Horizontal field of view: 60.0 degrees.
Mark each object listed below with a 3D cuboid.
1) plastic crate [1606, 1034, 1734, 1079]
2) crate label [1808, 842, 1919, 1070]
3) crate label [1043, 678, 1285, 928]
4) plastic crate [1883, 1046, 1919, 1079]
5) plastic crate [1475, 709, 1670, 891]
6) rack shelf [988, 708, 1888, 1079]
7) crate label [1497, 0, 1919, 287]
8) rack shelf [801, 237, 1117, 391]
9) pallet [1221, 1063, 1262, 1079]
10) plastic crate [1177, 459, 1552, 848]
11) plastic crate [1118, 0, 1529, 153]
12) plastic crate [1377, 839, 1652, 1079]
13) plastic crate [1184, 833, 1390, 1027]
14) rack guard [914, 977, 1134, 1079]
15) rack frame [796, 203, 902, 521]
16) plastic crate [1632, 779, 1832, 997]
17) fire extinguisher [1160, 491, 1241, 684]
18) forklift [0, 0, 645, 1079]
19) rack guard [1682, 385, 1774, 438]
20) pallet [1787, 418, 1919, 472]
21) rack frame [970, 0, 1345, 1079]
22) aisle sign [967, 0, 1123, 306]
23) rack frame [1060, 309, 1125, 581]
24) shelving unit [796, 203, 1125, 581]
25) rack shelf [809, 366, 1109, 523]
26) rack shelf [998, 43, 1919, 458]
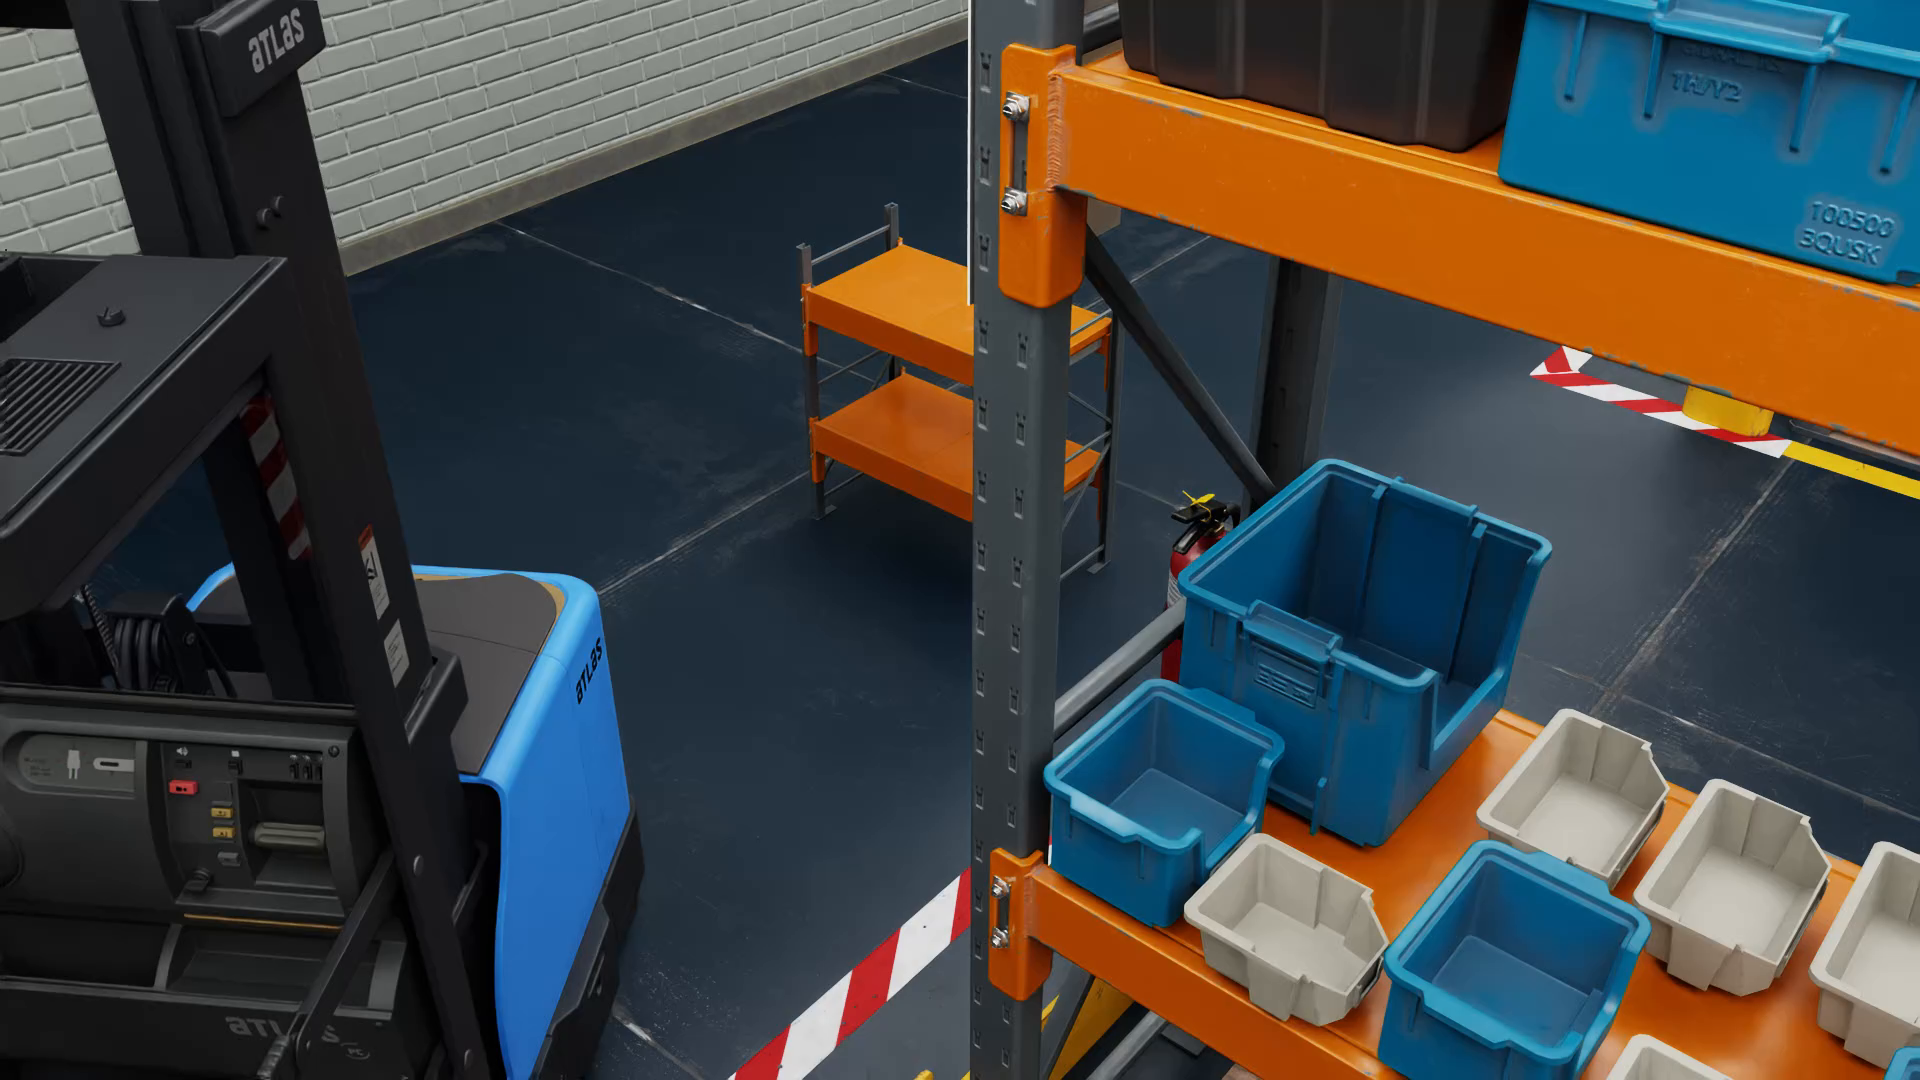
[{"bbox_3d":[1.078,0.918,2.444,0.298,0.136,0.250,25,42,32],"label":"plastic crate"},{"bbox_3d":[1.570,0.705,2.753,0.243,0.136,0.396,25,42,32],"label":"crate label"},{"bbox_3d":[0.363,0.480,2.996,0.303,0.233,0.416,25,42,32],"label":"crate label"},{"bbox_3d":[1.375,0.957,2.302,0.300,0.233,0.416,25,42,32],"label":"plastic crate"},{"bbox_3d":[1.127,0.504,3.047,0.243,0.136,0.396,25,42,32],"label":"plastic crate"},{"bbox_3d":[1.921,1.224,2.453,4.000,0.370,1.077,25,42,32],"label":"rack shelf"},{"bbox_3d":[0.886,-0.497,1.806,0.502,0.251,0.408,25,42,32],"label":"crate label"},{"bbox_3d":[-0.005,-0.707,5.769,1.000,0.278,0.538,25,42,32],"label":"rack shelf"},{"bbox_3d":[0.993,1.668,3.634,1.213,0.211,1.003,25,42,32],"label":"pallet"},{"bbox_3d":[0.761,0.204,3.219,0.499,0.435,0.616,25,42,32],"label":"plastic crate"},{"bbox_3d":[0.502,-0.719,2.113,0.590,0.269,0.497,25,42,32],"label":"plastic crate"},{"bbox_3d":[0.869,0.719,2.649,0.300,0.233,0.416,25,42,32],"label":"plastic crate"},{"bbox_3d":[0.557,0.672,2.802,0.298,0.136,0.250,25,42,32],"label":"plastic crate"},{"bbox_3d":[0.357,1.231,4.016,0.348,0.500,1.175,25,42,32],"label":"rack guard"},{"bbox_3d":[-0.396,-0.650,6.203,0.032,1.125,0.500,25,42,32],"label":"rack frame"},{"bbox_3d":[1.340,0.615,2.885,0.243,0.136,0.396,25,42,32],"label":"plastic crate"},{"bbox_3d":[0.559,0.137,3.799,0.183,0.674,0.296,25,42,32],"label":"fire extinguisher"},{"bbox_3d":[-1.564,0.568,2.834,1.130,2.935,3.031,3,35,5],"label":"forklift"},{"bbox_3d":[3.535,-0.930,7.162,0.348,0.500,1.175,25,42,32],"label":"rack guard"},{"bbox_3d":[4.218,-0.547,6.859,1.213,0.211,1.003,25,42,32],"label":"pallet"},{"bbox_3d":[0.384,0.203,3.304,0.127,3.000,1.000,25,42,32],"label":"rack frame"},{"bbox_3d":[0.139,-0.765,2.418,0.004,0.787,0.394,25,42,32],"label":"aisle sign"},{"bbox_3d":[0.385,-0.282,5.667,0.032,1.125,0.500,25,42,32],"label":"rack frame"},{"bbox_3d":[-0.005,-0.466,5.935,1.048,1.125,0.538,25,42,32],"label":"shelving unit"},{"bbox_3d":[-0.005,-0.265,6.074,1.000,0.278,0.538,25,42,32],"label":"rack shelf"},{"bbox_3d":[1.921,-0.012,1.604,4.000,0.370,1.077,25,42,32],"label":"rack shelf"}]
